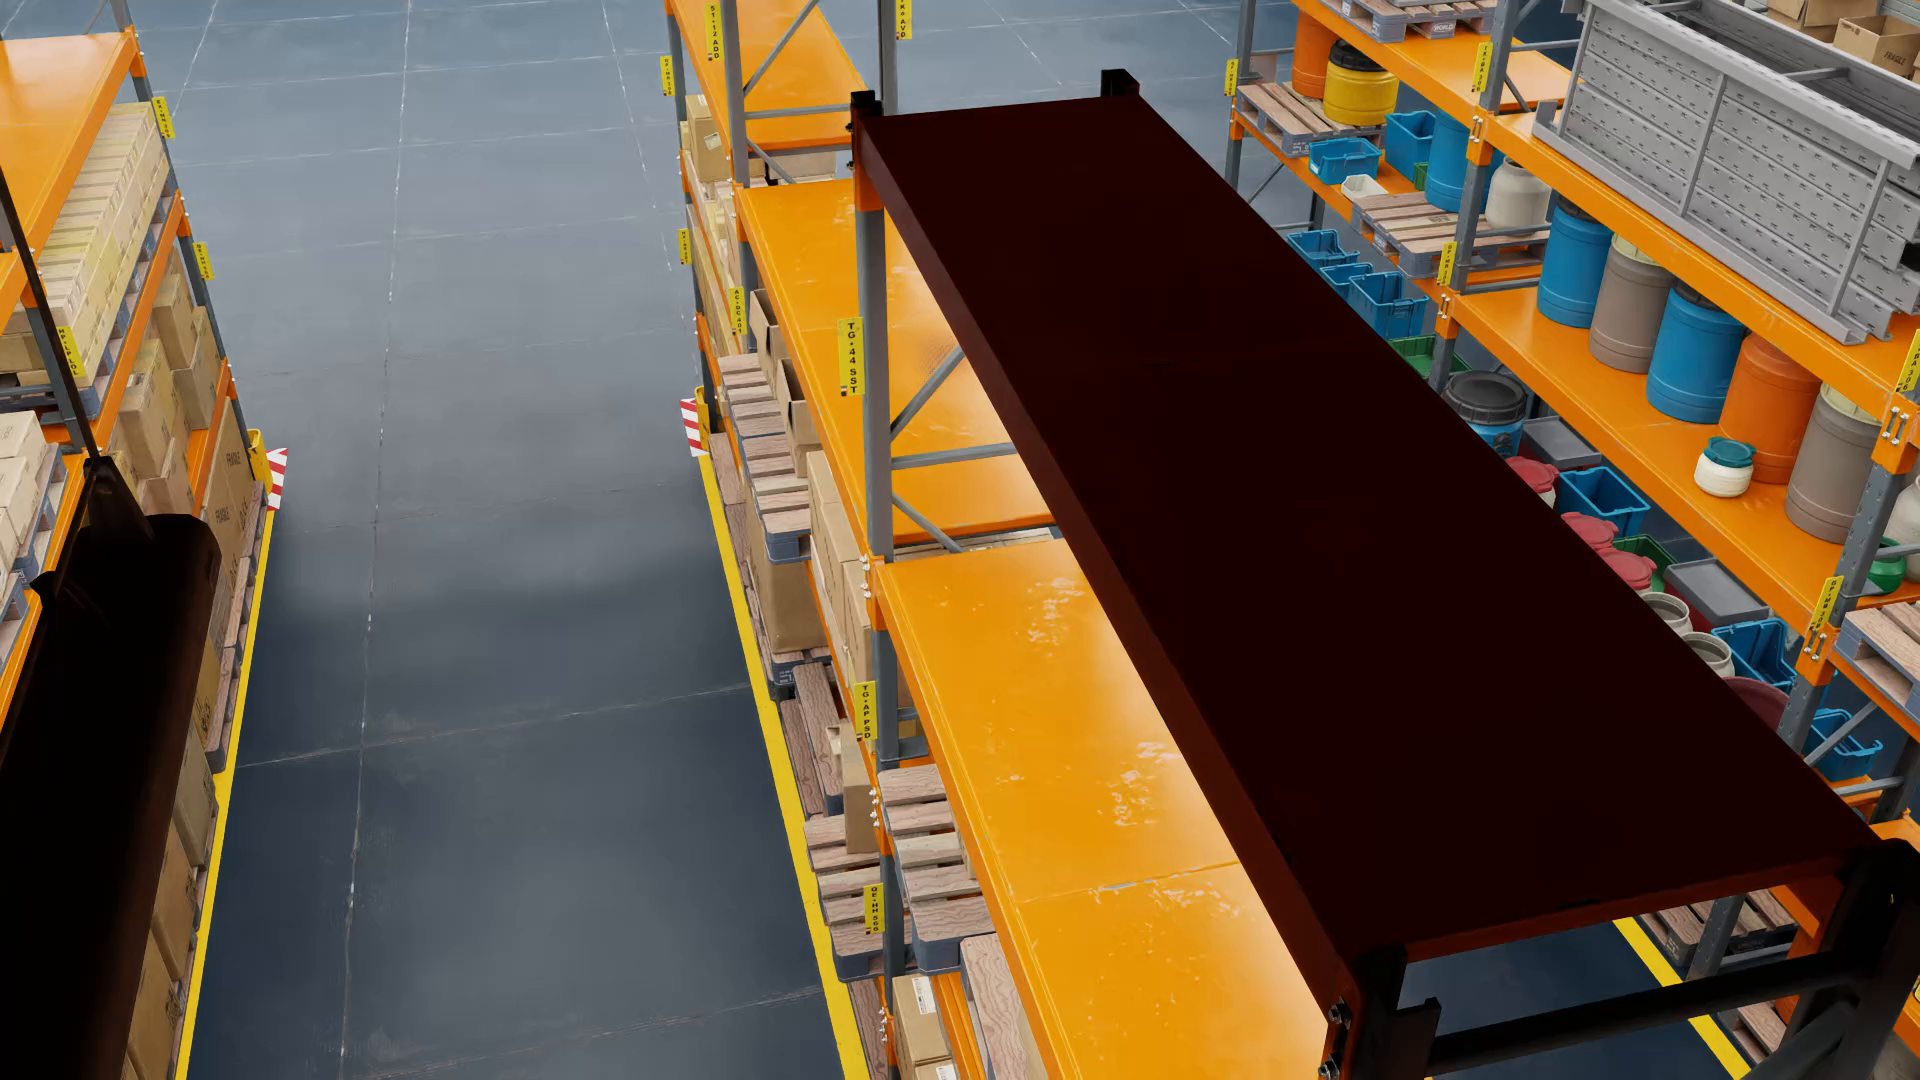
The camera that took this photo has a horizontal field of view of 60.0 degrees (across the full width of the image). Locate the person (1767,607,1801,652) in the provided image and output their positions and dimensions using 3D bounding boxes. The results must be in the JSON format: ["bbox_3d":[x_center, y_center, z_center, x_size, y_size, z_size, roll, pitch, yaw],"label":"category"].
[{"bbox_3d":[5.943,0.340,12.011,0.504,1.777,0.724,11,36,16],"label":"person"}]
